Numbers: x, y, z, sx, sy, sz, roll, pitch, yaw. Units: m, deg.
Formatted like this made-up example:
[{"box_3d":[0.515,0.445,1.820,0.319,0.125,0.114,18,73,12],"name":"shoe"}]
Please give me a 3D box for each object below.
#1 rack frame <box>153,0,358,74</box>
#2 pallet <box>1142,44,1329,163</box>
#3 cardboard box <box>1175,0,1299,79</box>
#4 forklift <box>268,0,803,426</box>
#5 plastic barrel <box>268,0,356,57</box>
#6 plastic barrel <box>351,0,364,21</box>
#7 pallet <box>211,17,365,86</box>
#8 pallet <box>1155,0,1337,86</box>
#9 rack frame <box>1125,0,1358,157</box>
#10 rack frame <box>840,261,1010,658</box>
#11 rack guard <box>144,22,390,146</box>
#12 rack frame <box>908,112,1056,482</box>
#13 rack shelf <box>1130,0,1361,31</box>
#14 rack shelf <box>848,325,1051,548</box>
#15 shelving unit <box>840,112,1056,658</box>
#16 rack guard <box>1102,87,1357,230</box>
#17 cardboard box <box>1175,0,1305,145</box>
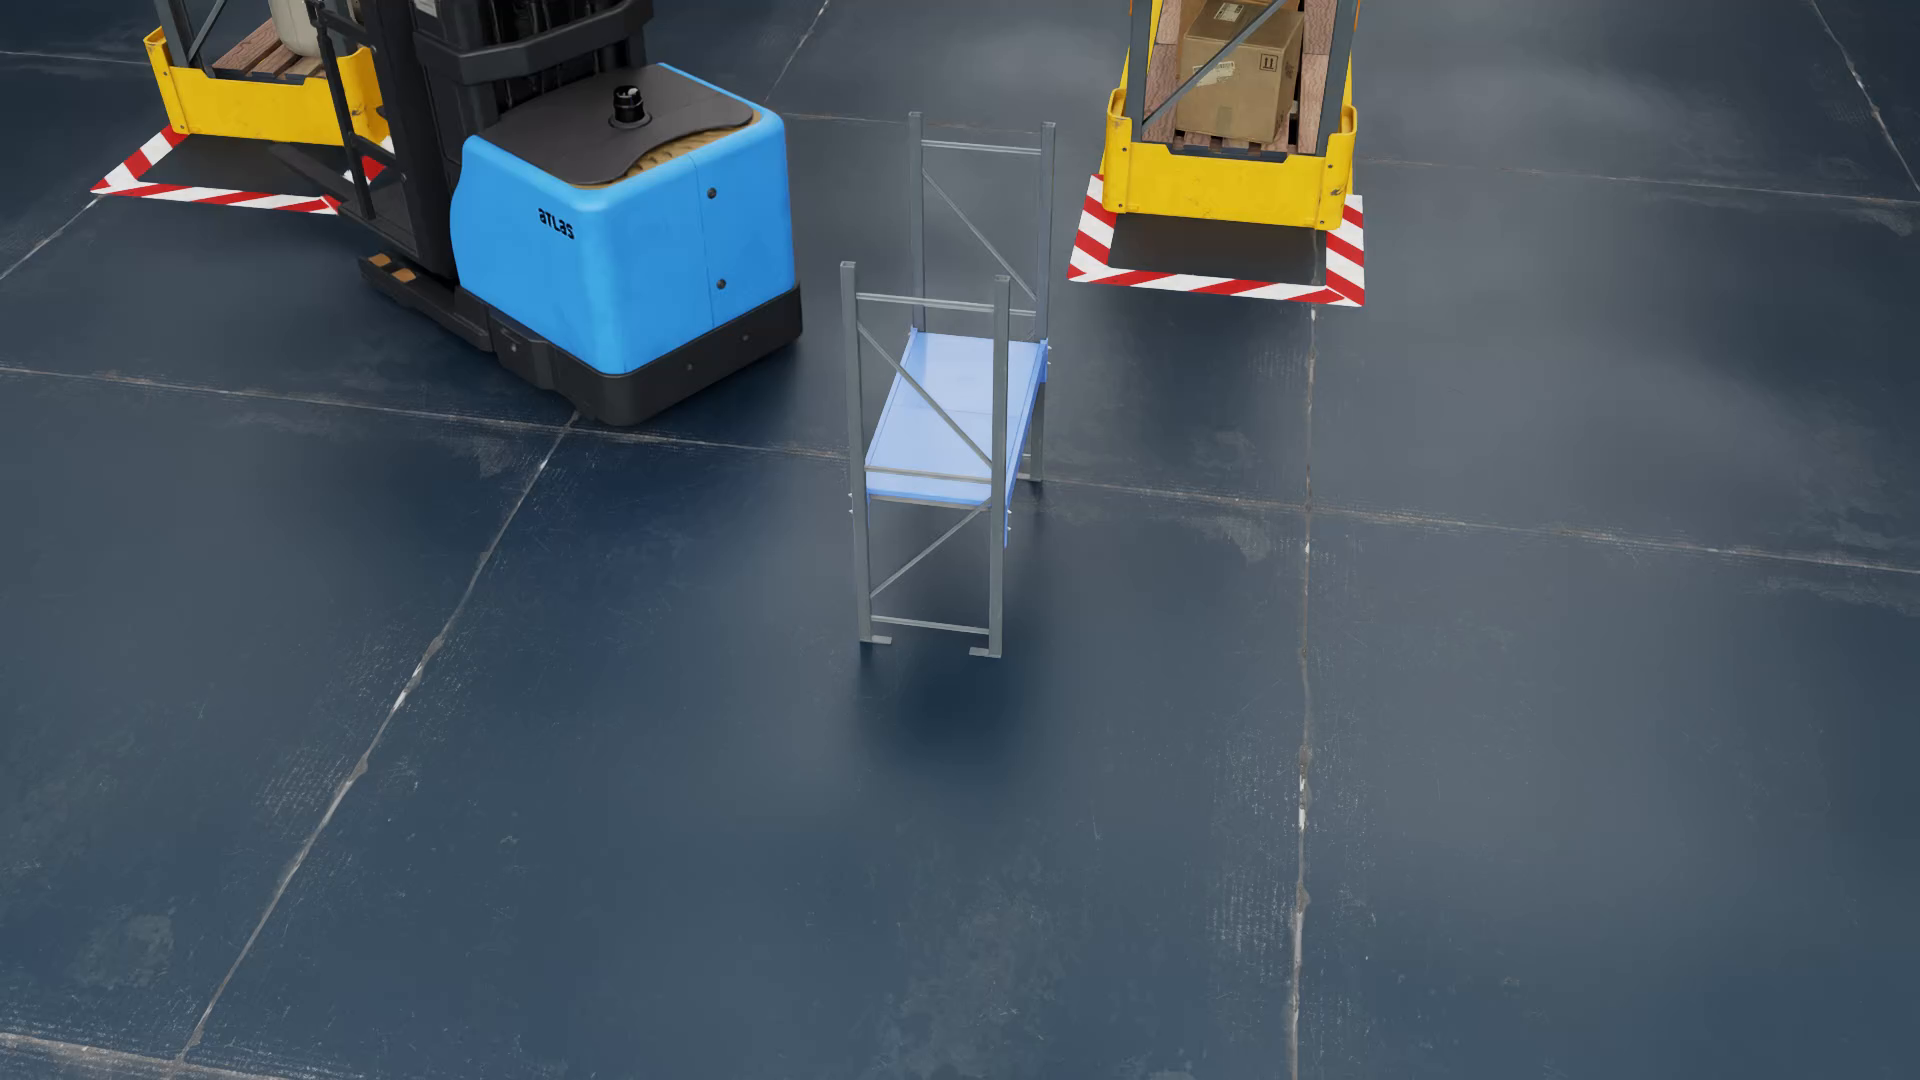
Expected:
[{"box_3d":[-3.592,-3.323,7.915,1.000,3.000,0.127,6,40,8],"name":"rack frame"},{"box_3d":[1.475,-2.256,8.813,1.003,0.211,1.213,6,40,8],"name":"pallet"},{"box_3d":[1.481,-2.744,8.847,0.500,0.500,0.500,17,42,19],"name":"cardboard box"},{"box_3d":[-2.105,-2.405,6.859,3.031,2.935,1.130,31,48,32],"name":"forklift"},{"box_3d":[-3.553,-2.947,9.084,0.421,0.512,0.421,0,40,0],"name":"plastic barrel"},{"box_3d":[-3.466,-3.262,9.464,0.421,0.512,0.421,0,40,0],"name":"plastic barrel"},{"box_3d":[-3.479,-2.810,9.484,1.003,0.211,1.213,6,40,8],"name":"pallet"},{"box_3d":[1.688,-3.019,9.736,1.003,0.211,1.213,6,40,8],"name":"pallet"},{"box_3d":[1.287,-2.777,7.255,1.000,3.000,0.127,6,40,8],"name":"rack frame"},{"box_3d":[-0.103,-0.205,5.321,0.500,1.500,0.032,6,40,8],"name":"rack frame"},{"box_3d":[-3.625,-2.412,8.776,1.175,0.500,0.348,6,40,8],"name":"rack guard"},{"box_3d":[0.073,-0.844,6.093,0.500,1.500,0.032,6,40,8],"name":"rack frame"},{"box_3d":[1.633,-3.755,9.002,1.077,0.370,4.000,6,40,8],"name":"rack shelf"},{"box_3d":[-0.015,-0.386,5.822,0.538,0.185,1.000,6,40,8],"name":"rack shelf"},{"box_3d":[-0.015,-0.524,5.707,0.538,1.500,1.048,6,40,8],"name":"shelving unit"},{"box_3d":[1.300,-1.861,8.109,1.175,0.500,0.348,6,40,8],"name":"rack guard"},{"box_3d":[1.411,-2.365,8.389,0.500,0.500,0.500,14,41,16],"name":"cardboard box"}]
